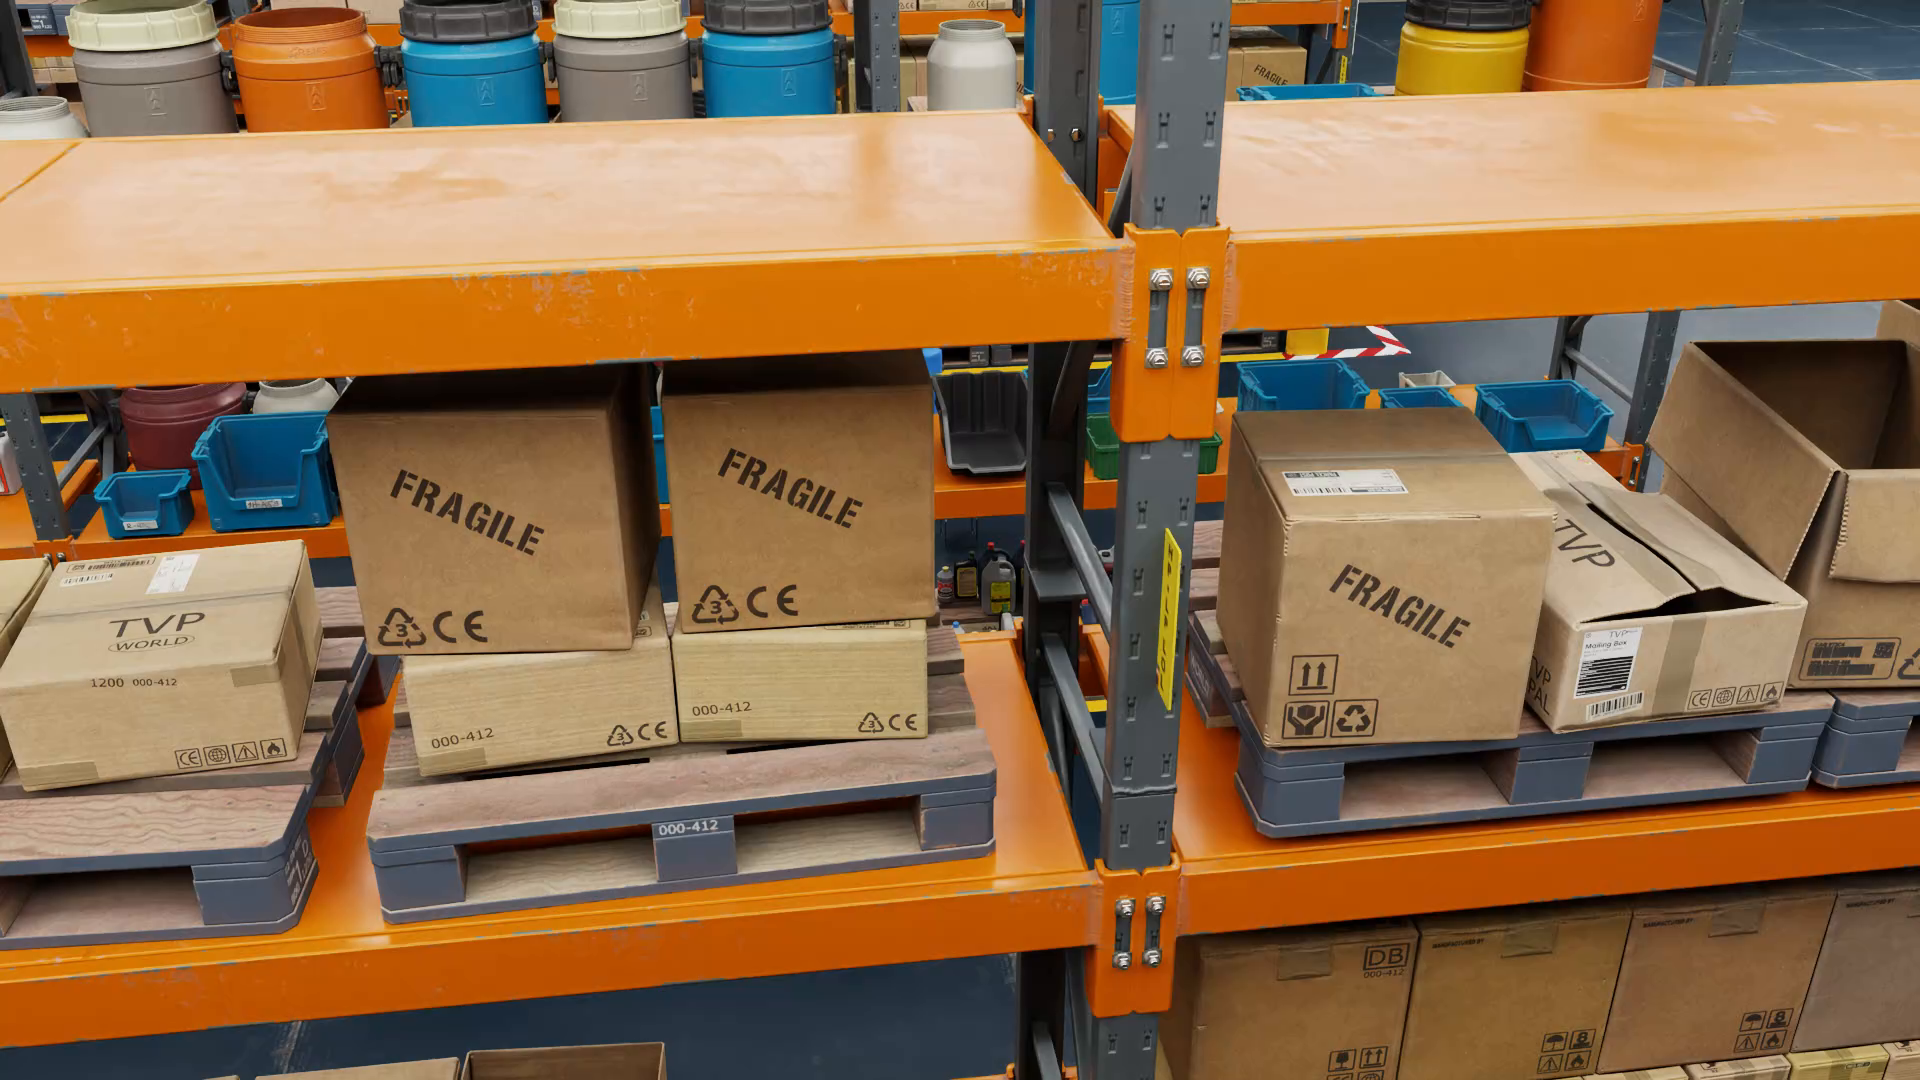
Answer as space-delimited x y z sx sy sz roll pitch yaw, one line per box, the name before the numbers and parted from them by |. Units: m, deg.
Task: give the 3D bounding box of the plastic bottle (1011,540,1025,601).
plastic bottle | 0.389 0.163 9.566 0.185 0.351 0.144 -5 28 -10

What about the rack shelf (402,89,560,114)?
rack shelf | -3.660 -4.676 17.366 4.000 0.370 1.077 -4 27 -7

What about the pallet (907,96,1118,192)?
pallet | 0.302 -1.977 8.238 1.003 0.211 1.213 -4 27 -7

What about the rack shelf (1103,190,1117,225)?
rack shelf | 1.582 -1.778 8.431 4.000 0.370 1.077 -4 27 -7

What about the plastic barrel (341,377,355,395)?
plastic barrel | -2.953 -0.620 8.550 0.421 0.512 0.421 0 27 0

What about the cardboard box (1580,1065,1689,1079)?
cardboard box | 1.593 1.275 4.159 0.250 0.149 0.380 -5 28 -9

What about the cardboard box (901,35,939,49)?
cardboard box | -0.186 -3.682 13.110 0.500 0.500 0.500 -4 27 -7

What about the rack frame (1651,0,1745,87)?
rack frame | 3.563 -3.560 7.830 0.127 3.000 1.000 -4 27 -7

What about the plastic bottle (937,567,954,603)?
plastic bottle | -0.083 0.249 9.562 0.097 0.201 0.097 0 27 0

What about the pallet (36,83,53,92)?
pallet | -8.824 -4.512 16.469 1.213 0.211 1.003 -4 27 -7

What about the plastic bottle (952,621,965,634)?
plastic bottle | -0.022 0.560 8.879 0.097 0.271 0.097 0 27 0

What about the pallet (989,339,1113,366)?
pallet | 0.782 -1.772 13.973 1.213 0.211 1.003 -4 27 -7

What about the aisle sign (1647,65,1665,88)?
aisle sign | 3.593 -2.184 8.873 0.004 0.787 0.394 -4 27 -7

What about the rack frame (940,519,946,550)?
rack frame | -0.109 -0.393 10.531 0.006 0.900 0.240 -4 27 -7

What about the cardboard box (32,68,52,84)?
cardboard box | -8.873 -4.527 16.103 0.250 0.149 0.380 -3 27 -6

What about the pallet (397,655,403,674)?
pallet | -3.587 0.827 8.906 1.213 0.211 1.003 -4 27 -7

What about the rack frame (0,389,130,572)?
rack frame | -4.359 -0.382 8.208 0.127 3.000 1.000 -4 27 -7

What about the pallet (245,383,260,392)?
pallet | -5.841 -1.364 13.177 1.213 0.211 1.003 -4 27 -7

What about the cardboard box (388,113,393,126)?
cardboard box | -4.520 -2.904 12.555 0.500 0.500 0.500 -7 28 -13

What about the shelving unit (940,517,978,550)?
shelving unit | -0.008 -0.400 10.544 0.210 0.900 0.258 -4 27 -7

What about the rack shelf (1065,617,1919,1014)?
rack shelf | 2.268 0.462 4.067 4.000 0.370 1.077 -4 27 -7

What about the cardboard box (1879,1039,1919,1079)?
cardboard box | 2.361 1.226 4.255 0.250 0.149 0.380 -4 27 -8

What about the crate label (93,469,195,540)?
crate label | -3.890 -0.164 7.968 0.416 0.233 0.303 -4 27 -7

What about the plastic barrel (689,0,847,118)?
plastic barrel | -0.872 -2.063 7.650 0.708 0.901 0.600 -4 27 -7

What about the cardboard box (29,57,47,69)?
cardboard box | -8.891 -4.657 16.029 0.250 0.149 0.380 -4 27 -8

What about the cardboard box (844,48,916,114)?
cardboard box | -0.607 -3.410 12.580 0.500 0.500 0.500 -4 27 -7

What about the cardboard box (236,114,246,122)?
cardboard box | -7.351 -4.285 17.273 0.500 0.250 0.500 -3 27 -7

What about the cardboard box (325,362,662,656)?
cardboard box | -0.889 -0.117 3.289 0.500 0.500 0.500 -1 27 -2

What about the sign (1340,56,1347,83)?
sign | 2.930 -3.533 12.735 0.005 0.325 0.100 -4 27 -7

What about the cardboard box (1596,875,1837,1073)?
cardboard box | 1.723 0.886 4.206 0.500 0.500 0.700 -4 27 -7

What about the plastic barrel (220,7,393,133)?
plastic barrel | -2.868 -1.903 7.417 0.708 0.830 0.600 -4 27 -7

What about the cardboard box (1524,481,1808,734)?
cardboard box | 1.358 0.112 3.444 0.500 0.311 0.500 -5 28 -10

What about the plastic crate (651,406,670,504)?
plastic crate | -1.447 -0.418 8.297 0.575 0.384 0.392 -4 27 -7

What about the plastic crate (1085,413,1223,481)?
plastic crate | 0.985 -0.500 8.672 0.662 0.188 0.450 -4 27 -7

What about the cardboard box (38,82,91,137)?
cardboard box | -6.421 -3.032 12.165 0.637 0.503 0.797 -3 27 -6

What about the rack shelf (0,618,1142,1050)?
rack shelf | -1.693 0.716 3.571 4.000 0.370 1.077 -4 27 -7

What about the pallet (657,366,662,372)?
pallet | -1.859 -1.584 13.606 1.213 0.211 1.003 -4 27 -7

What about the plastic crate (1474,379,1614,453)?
plastic crate | 3.109 -0.657 8.908 0.616 0.251 0.499 -4 27 -7

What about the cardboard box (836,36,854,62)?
cardboard box | -1.316 -5.219 17.472 0.550 0.550 0.875 -4 27 -7

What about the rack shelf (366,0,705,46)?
rack shelf | -3.069 -3.762 12.299 4.000 0.370 1.077 -4 27 -7

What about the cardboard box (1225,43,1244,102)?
cardboard box | 1.868 -3.570 12.891 0.500 0.500 0.500 -4 27 -7

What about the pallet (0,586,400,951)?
pallet | -1.906 0.451 3.506 1.213 0.211 1.003 -2 27 -5

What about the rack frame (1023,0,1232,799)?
rack frame | 0.288 -1.066 2.970 0.127 3.000 1.000 -4 27 -7

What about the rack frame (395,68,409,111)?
rack frame | -5.640 -4.869 16.954 0.127 3.000 1.000 -4 27 -7

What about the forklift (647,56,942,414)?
forklift | -1.581 -1.871 11.186 3.031 2.935 1.130 19 33 33

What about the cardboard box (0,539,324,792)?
cardboard box | -1.614 0.243 3.410 0.500 0.250 0.500 -6 28 -11

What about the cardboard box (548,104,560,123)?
cardboard box | -4.160 -4.110 17.479 0.750 0.750 1.050 -3 27 -6

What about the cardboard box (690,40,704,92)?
cardboard box | -1.895 -3.342 12.860 1.000 1.000 1.000 -3 27 -7

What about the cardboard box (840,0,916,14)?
cardboard box | -0.607 -4.056 12.247 0.500 0.250 0.500 -5 28 -9

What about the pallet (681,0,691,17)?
pallet | -1.715 -4.135 12.443 1.003 0.211 1.213 -4 27 -7

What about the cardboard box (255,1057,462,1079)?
cardboard box | -1.492 1.666 4.108 0.500 0.500 0.500 -4 27 -7

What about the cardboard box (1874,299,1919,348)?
cardboard box | 2.566 -0.297 4.035 0.500 0.500 0.500 -4 27 -7

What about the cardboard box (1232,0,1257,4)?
cardboard box | 1.936 -4.219 12.565 0.500 0.250 0.500 -4 27 -7

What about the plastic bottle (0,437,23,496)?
plastic bottle | -4.812 -0.376 8.333 0.135 0.276 0.152 -4 27 -7

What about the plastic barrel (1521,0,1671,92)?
plastic barrel | 3.099 -2.515 8.149 0.708 0.830 0.600 -4 27 -7

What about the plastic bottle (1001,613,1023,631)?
plastic bottle | 0.295 0.525 8.943 0.135 0.276 0.152 -3 27 -5
